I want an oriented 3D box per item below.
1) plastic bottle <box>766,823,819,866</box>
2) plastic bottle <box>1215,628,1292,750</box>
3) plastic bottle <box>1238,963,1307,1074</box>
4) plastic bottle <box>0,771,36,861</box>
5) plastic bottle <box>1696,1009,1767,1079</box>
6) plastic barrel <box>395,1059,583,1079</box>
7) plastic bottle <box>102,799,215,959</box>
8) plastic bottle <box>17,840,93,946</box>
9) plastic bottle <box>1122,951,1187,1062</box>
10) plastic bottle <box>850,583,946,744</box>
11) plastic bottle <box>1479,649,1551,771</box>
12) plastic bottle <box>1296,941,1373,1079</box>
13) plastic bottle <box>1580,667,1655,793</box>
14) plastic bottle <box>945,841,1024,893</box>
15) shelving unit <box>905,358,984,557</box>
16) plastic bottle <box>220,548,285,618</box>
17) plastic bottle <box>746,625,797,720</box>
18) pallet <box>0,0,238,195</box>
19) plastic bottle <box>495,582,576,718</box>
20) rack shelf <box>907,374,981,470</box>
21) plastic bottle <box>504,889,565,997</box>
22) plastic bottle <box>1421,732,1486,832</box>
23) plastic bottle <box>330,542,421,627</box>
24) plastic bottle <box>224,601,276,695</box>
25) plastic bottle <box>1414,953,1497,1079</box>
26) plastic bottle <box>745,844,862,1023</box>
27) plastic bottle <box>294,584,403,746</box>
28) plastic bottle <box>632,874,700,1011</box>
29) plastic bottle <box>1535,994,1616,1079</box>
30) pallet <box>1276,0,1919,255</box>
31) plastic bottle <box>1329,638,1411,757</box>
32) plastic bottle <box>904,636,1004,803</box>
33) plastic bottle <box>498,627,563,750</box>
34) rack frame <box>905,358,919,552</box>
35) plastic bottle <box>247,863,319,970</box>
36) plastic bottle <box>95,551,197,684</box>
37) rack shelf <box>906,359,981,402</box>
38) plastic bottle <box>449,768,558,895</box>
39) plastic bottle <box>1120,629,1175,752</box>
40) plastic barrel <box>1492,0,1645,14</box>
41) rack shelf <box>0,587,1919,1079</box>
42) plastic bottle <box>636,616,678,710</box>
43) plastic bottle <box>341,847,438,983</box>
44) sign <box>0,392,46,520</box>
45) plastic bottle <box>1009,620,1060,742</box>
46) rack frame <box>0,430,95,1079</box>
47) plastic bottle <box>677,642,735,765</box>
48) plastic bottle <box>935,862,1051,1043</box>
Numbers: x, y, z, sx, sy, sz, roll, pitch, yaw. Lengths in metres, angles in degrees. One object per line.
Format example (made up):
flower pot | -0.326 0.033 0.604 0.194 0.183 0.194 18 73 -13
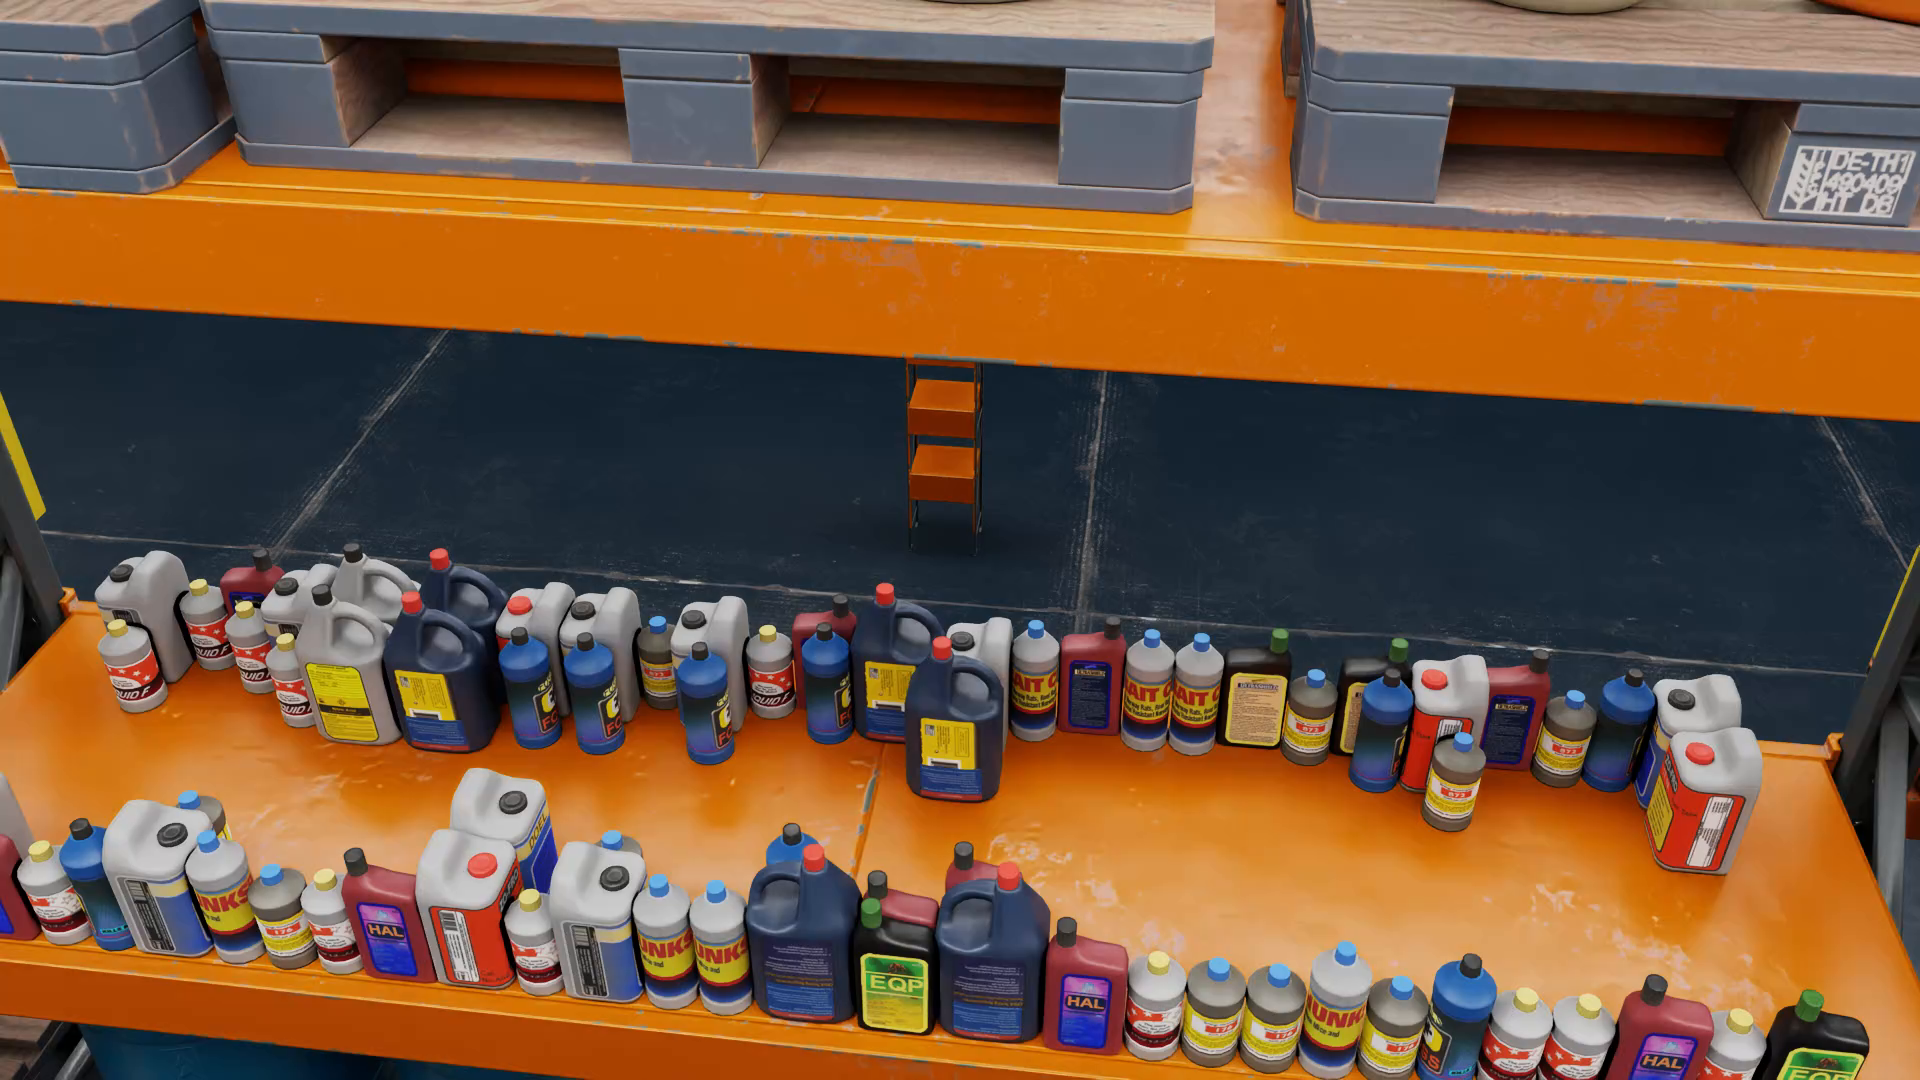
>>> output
plastic bottle | -0.289 0.606 2.929 0.097 0.271 0.097 0 36 0
plastic bottle | 0.594 0.296 3.353 0.133 0.283 0.061 4 36 6
plastic bottle | 0.517 0.779 2.747 0.097 0.201 0.097 0 36 0
plastic bottle | -1.823 0.494 3.017 0.185 0.351 0.144 4 36 6
plastic bottle | 1.229 0.832 2.673 0.097 0.201 0.097 0 36 0
plastic barrel | -0.931 1.044 3.650 0.708 0.901 0.600 4 36 6
plastic bottle | -1.397 0.590 2.948 0.135 0.276 0.152 4 36 6
plastic bottle | -1.612 0.620 2.970 0.097 0.201 0.097 0 36 0
plastic bottle | 0.324 0.765 2.767 0.097 0.201 0.097 0 36 0
plastic bottle | -0.125 0.240 3.375 0.185 0.351 0.144 4 36 6
plastic bottle | 1.088 0.333 3.301 0.133 0.283 0.061 4 36 6
plastic bottle | 0.614 0.758 2.717 0.097 0.271 0.097 0 36 0
plastic bottle | 1.297 0.364 3.268 0.097 0.271 0.097 0 36 0
plastic bottle | 0.042 0.637 2.876 0.133 0.283 0.061 4 36 6
shelving unit | -0.053 -0.431 5.951 0.252 1.050 0.215 4 36 6
plastic bottle | -1.503 0.140 3.572 0.133 0.283 0.061 4 36 6
plastic bottle | -0.394 0.267 3.465 0.097 0.201 0.097 0 36 0
pallet | -1.381 -0.884 2.487 1.003 0.211 1.213 4 36 6
plastic bottle | -0.876 0.216 3.471 0.135 0.276 0.152 4 36 6
rack shelf | -0.053 -0.423 5.957 0.240 0.259 0.215 4 36 6
plastic bottle | -0.730 0.686 2.878 0.097 0.201 0.097 0 36 0
plastic bottle | 0.952 0.456 3.200 0.097 0.201 0.097 0 36 0
plastic bottle | -1.217 0.158 3.489 0.185 0.351 0.144 4 36 6
plastic bottle | -1.496 0.220 3.530 0.097 0.201 0.097 0 36 0
plastic bottle | 0.807 0.772 2.697 0.097 0.271 0.097 0 36 0
plastic bottle | -0.261 0.647 2.804 0.185 0.351 0.144 4 36 6
plastic bottle | -1.236 0.241 3.372 0.185 0.351 0.144 4 36 6
plastic bottle | -0.500 0.675 2.833 0.097 0.271 0.097 0 36 0
plastic bottle | 1.000 0.815 2.697 0.097 0.201 0.097 0 36 0
pallet | 1.050 -0.702 2.233 1.213 0.211 1.003 4 36 6
plastic bottle | 0.823 0.313 3.329 0.133 0.283 0.061 4 36 6
plastic bottle | -0.011 0.337 3.238 0.185 0.351 0.144 4 36 6
plastic bottle | -0.874 0.292 3.370 0.097 0.271 0.097 0 36 0
rack frame | -0.174 -0.440 5.963 0.008 1.050 0.200 4 36 6
plastic bottle | -1.189 0.652 2.926 0.097 0.201 0.097 0 36 0
plastic bottle | -1.739 0.152 3.562 0.135 0.276 0.152 4 36 6
rack shelf | -0.053 -0.654 5.792 0.240 0.259 0.215 4 36 6
plastic bottle | -0.822 0.544 3.013 0.135 0.276 0.152 4 36 6
plastic bottle | 0.380 0.296 3.364 0.097 0.271 0.097 0 36 0
plastic barrel | 0.715 -0.776 1.930 0.301 0.262 0.301 0 36 0
rack shelf | -0.187 0.699 3.307 4.000 0.370 1.077 4 36 6
plastic bottle | -0.624 0.250 3.489 0.097 0.201 0.097 0 36 0
plastic bottle | -0.981 0.645 2.865 0.133 0.283 0.061 4 36 6
sign | -2.099 -0.171 3.669 0.005 0.325 0.100 4 36 6
plastic bottle | 0.152 0.279 3.388 0.097 0.271 0.097 0 36 0
rack frame | -2.171 0.259 3.306 0.127 3.000 1.000 4 36 6
plastic bottle | -0.510 0.319 3.332 0.097 0.271 0.097 0 36 0
plastic bottle | 0.055 0.670 2.771 0.185 0.351 0.144 4 36 6
